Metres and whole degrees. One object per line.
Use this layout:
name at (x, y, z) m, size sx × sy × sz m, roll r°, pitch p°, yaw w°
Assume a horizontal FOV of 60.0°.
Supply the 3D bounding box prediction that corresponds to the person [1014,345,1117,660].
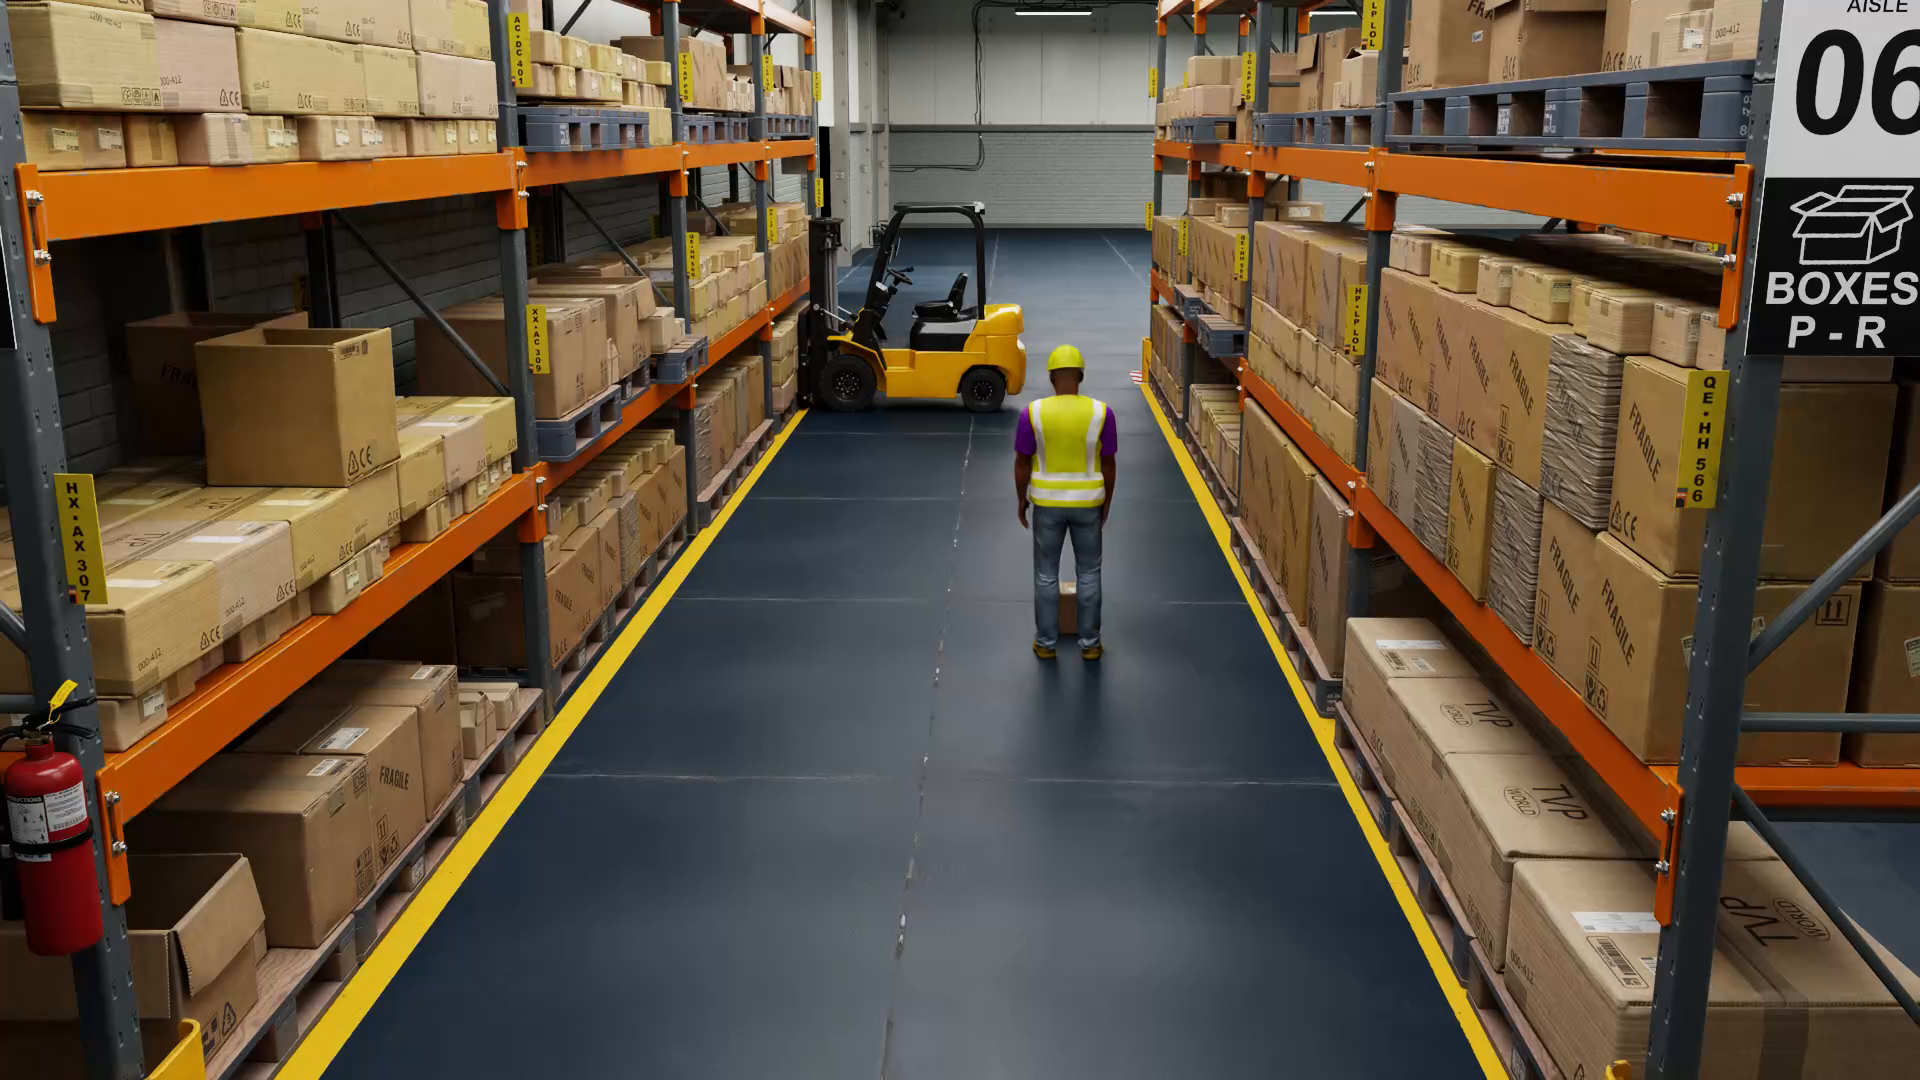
person at (0.586, -0.207, 9.299) m, size 0.567 × 1.762 × 0.363 m, roll 1°, pitch 14°, yaw 3°
